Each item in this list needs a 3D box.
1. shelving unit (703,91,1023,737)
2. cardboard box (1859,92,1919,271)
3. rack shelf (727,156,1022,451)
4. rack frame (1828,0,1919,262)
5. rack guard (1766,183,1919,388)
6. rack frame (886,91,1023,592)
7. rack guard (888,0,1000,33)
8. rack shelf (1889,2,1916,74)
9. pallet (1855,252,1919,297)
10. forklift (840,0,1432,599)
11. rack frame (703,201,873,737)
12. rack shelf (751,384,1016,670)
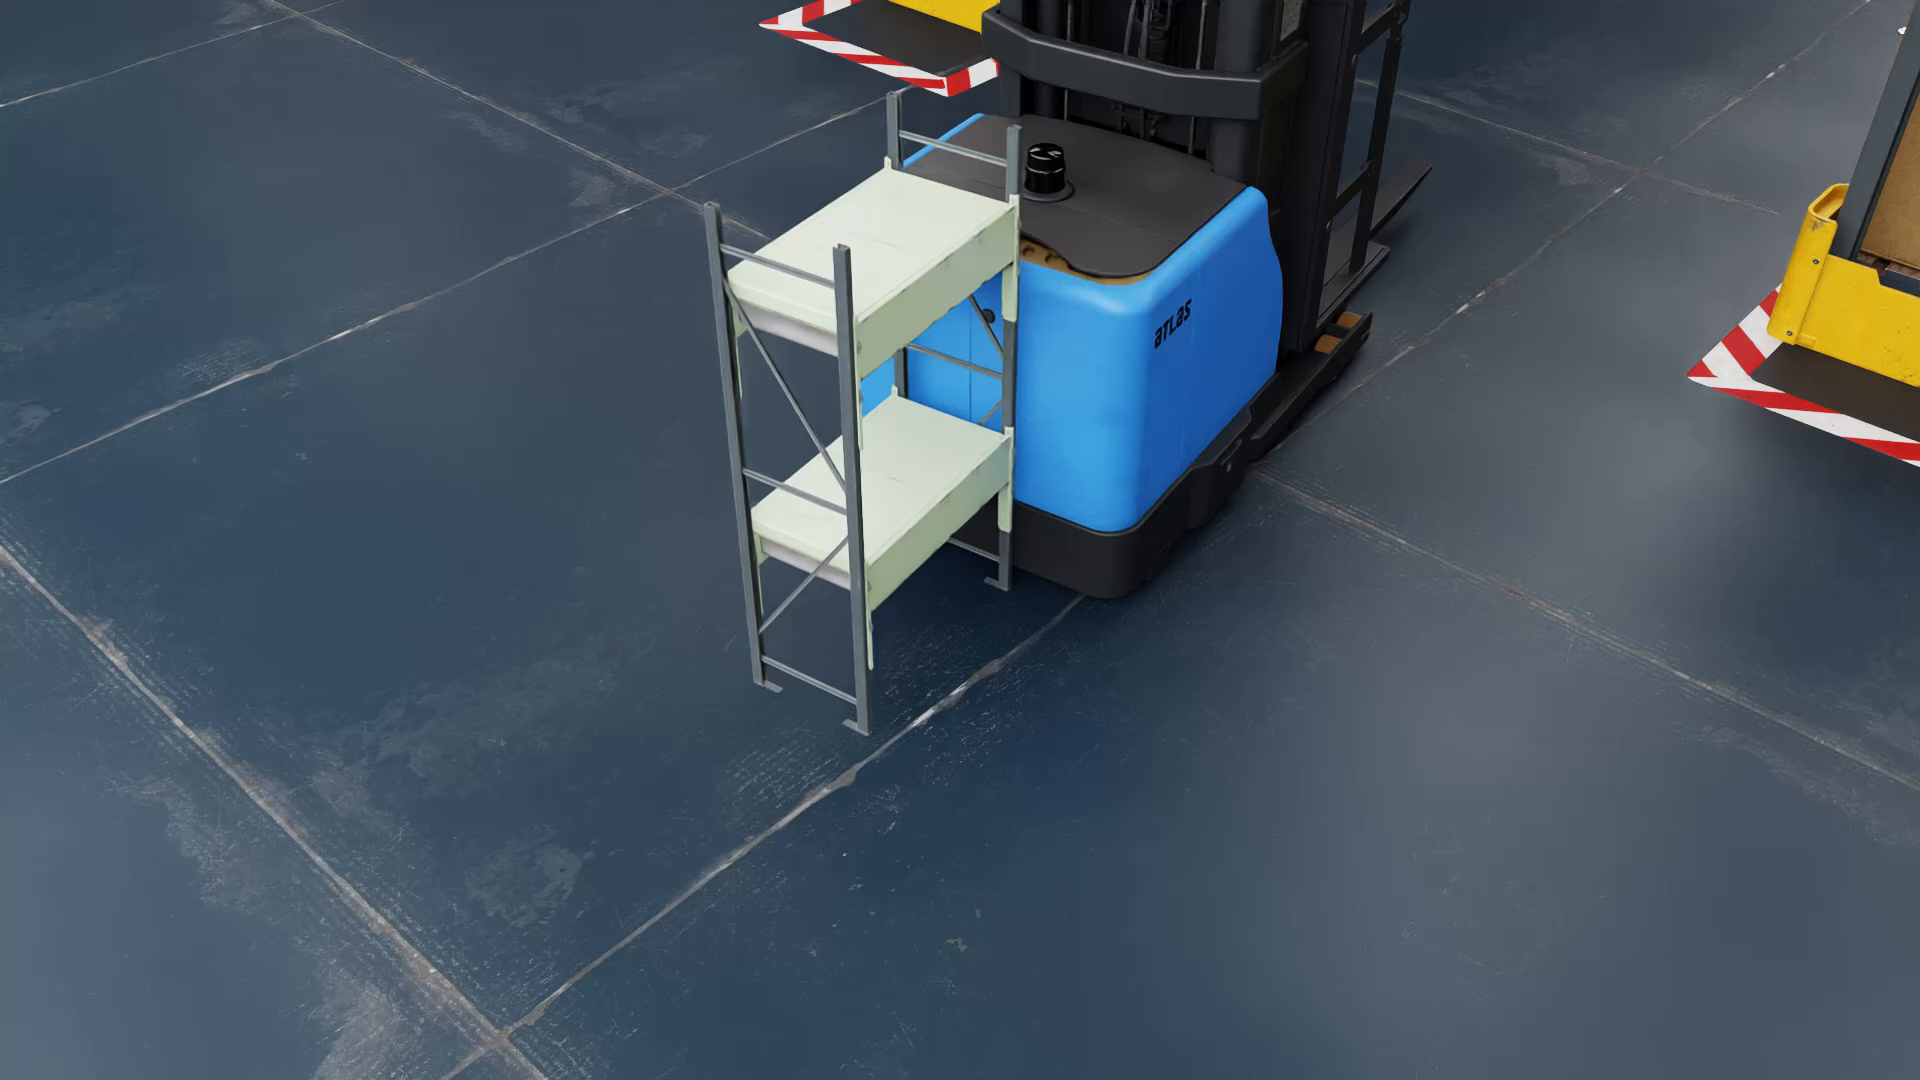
[{"bbox_3d":[-0.215,-0.310,4.434,0.431,1.500,0.755,22,43,25],"label":"shelving unit"},{"bbox_3d":[3.969,-1.465,6.052,0.875,0.875,0.875,30,47,32],"label":"cardboard box"},{"bbox_3d":[-0.215,-0.615,4.191,0.431,0.370,0.720,22,43,25],"label":"rack shelf"},{"bbox_3d":[3.560,-1.793,5.094,1.000,3.000,0.127,30,47,32],"label":"rack frame"},{"bbox_3d":[3.544,-0.803,5.858,1.175,0.500,0.348,30,47,32],"label":"rack guard"},{"bbox_3d":[-0.017,-0.501,4.675,0.400,1.500,0.023,22,43,25],"label":"rack frame"},{"bbox_3d":[0.019,-2.978,8.594,1.175,0.500,0.348,30,47,32],"label":"rack guard"},{"bbox_3d":[4.910,-2.430,6.474,1.077,0.370,4.000,30,47,32],"label":"rack shelf"},{"bbox_3d":[4.042,-1.101,6.465,1.003,0.211,1.213,30,47,32],"label":"pallet"},{"bbox_3d":[0.846,-1.860,5.234,1.130,2.935,3.031,22,43,25],"label":"forklift"},{"bbox_3d":[-0.414,-0.118,4.194,0.400,1.500,0.023,22,43,25],"label":"rack frame"},{"bbox_3d":[-0.215,-0.054,4.637,0.431,0.370,0.720,22,43,25],"label":"rack shelf"}]
